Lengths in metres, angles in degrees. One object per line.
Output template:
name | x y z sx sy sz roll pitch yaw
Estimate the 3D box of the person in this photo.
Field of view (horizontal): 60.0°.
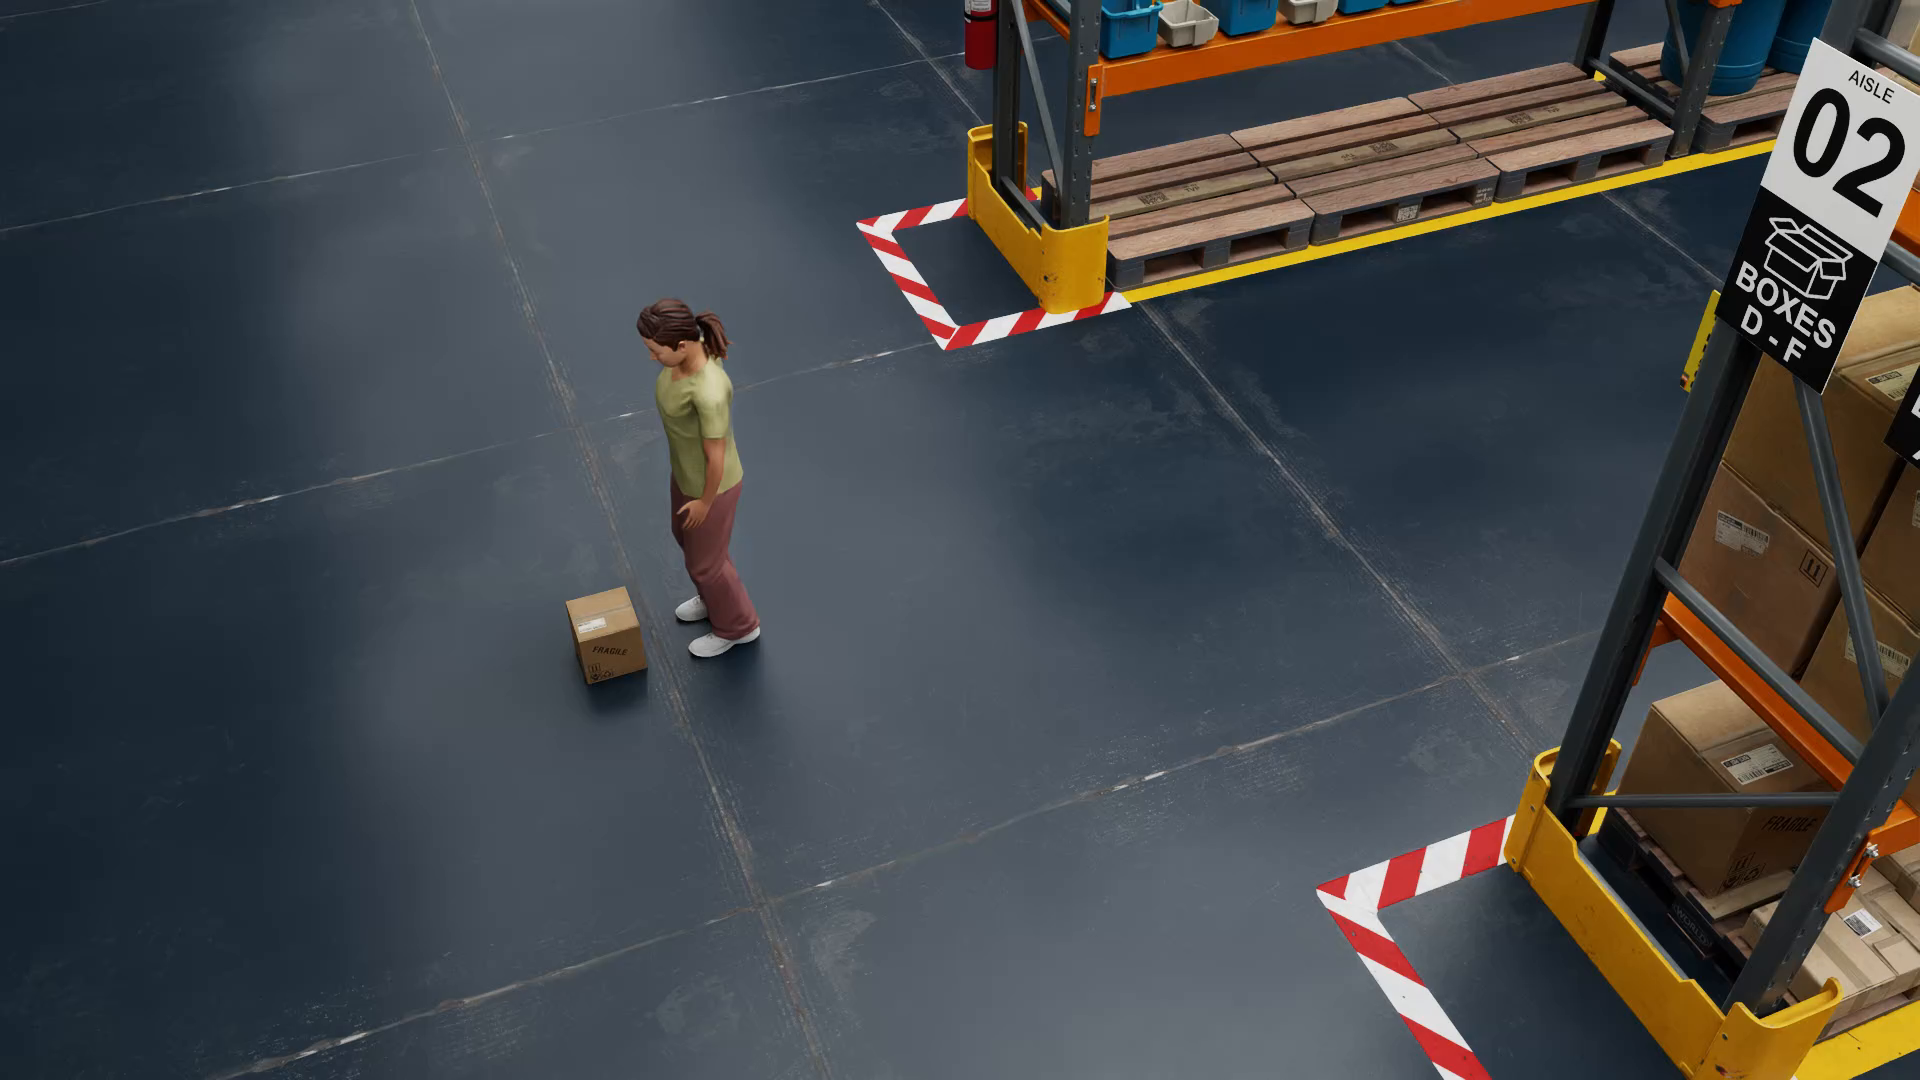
person | -0.991 -0.241 6.445 0.348 1.662 0.455 -14 44 -16
